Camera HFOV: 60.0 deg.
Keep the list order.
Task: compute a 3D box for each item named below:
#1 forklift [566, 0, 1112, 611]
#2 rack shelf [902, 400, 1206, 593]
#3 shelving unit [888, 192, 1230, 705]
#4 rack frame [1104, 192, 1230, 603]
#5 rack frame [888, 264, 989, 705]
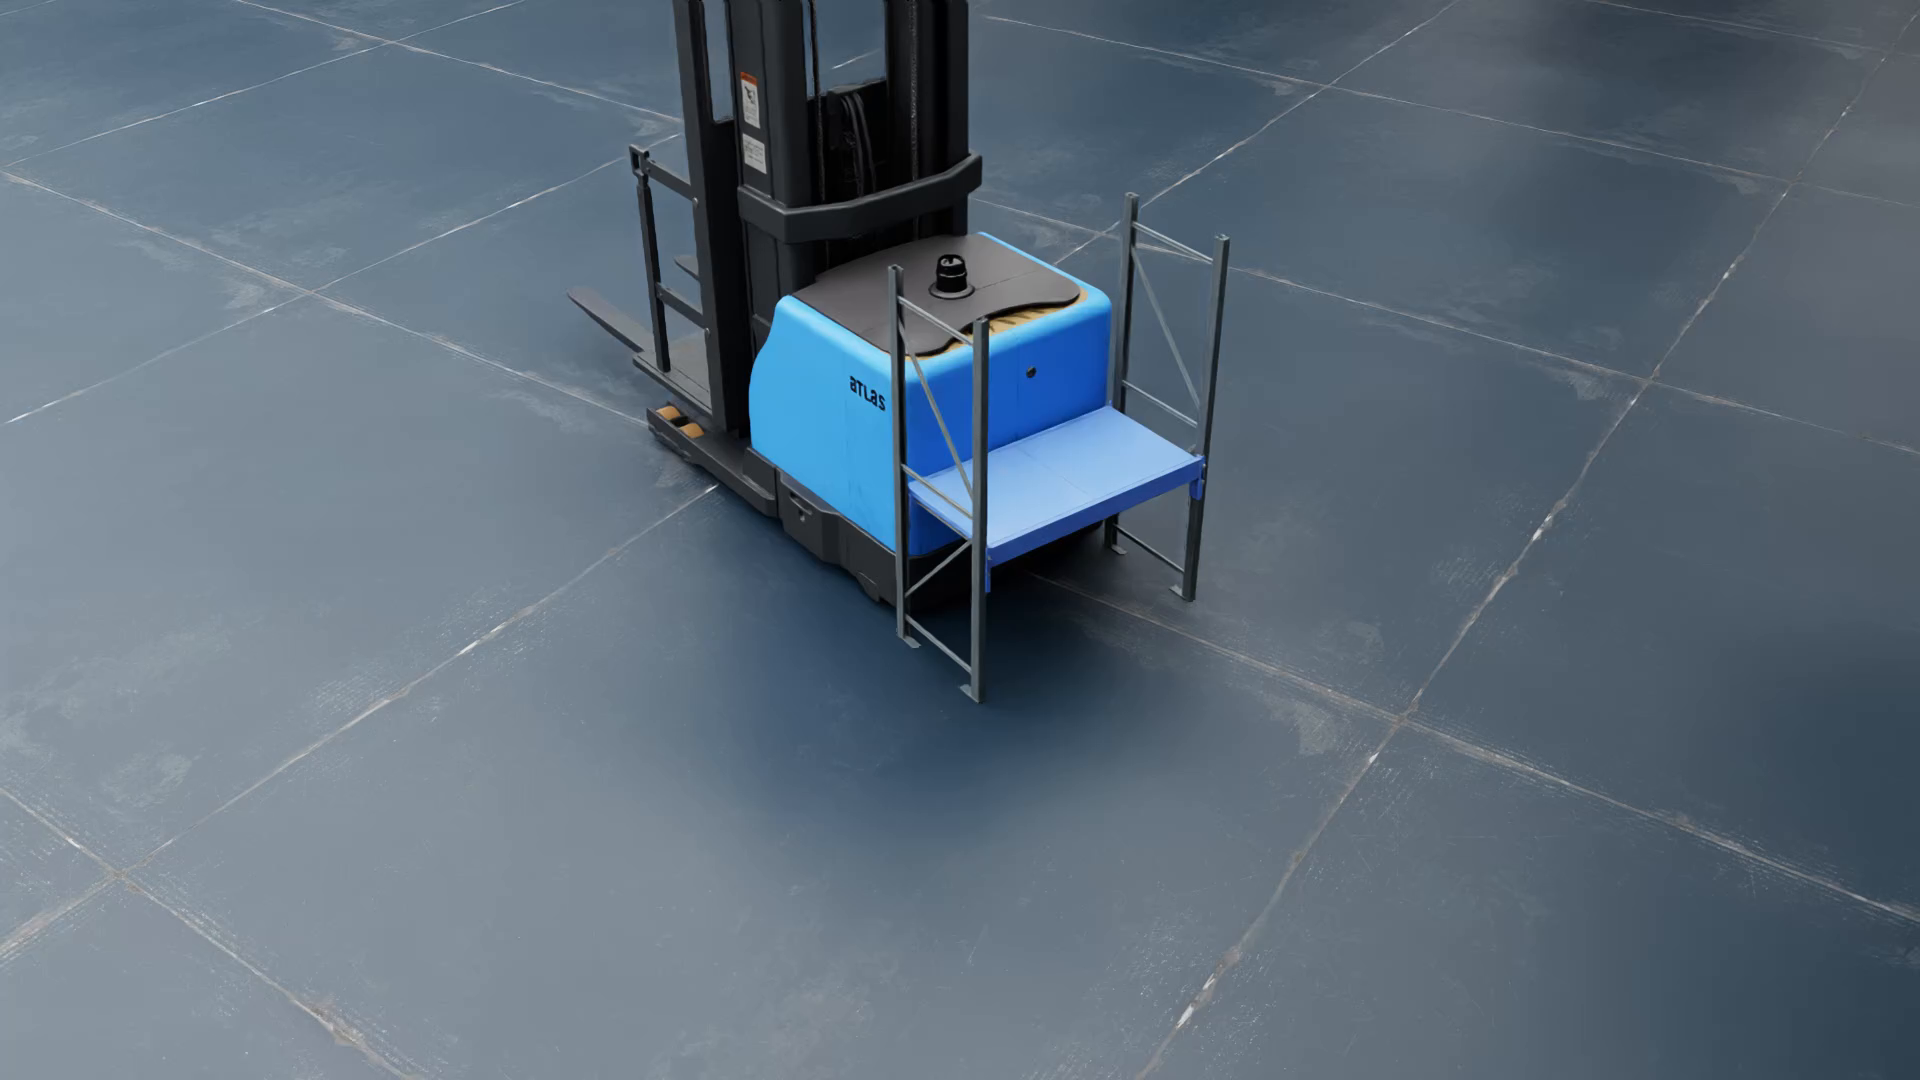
[{"bbox_3d":[-0.729,-1.711,6.663,1.130,2.935,3.031,-24,41,-31],"label":"forklift"},{"bbox_3d":[0.336,-0.177,5.994,1.000,0.185,0.538,-23,40,-30],"label":"rack shelf"},{"bbox_3d":[0.336,-0.326,5.893,1.048,1.500,0.538,-23,40,-30],"label":"shelving unit"},{"bbox_3d":[0.743,-0.496,6.145,0.032,1.500,0.500,-23,40,-30],"label":"rack frame"},{"bbox_3d":[-0.072,-0.156,5.641,0.032,1.500,0.500,-23,40,-30],"label":"rack frame"}]
